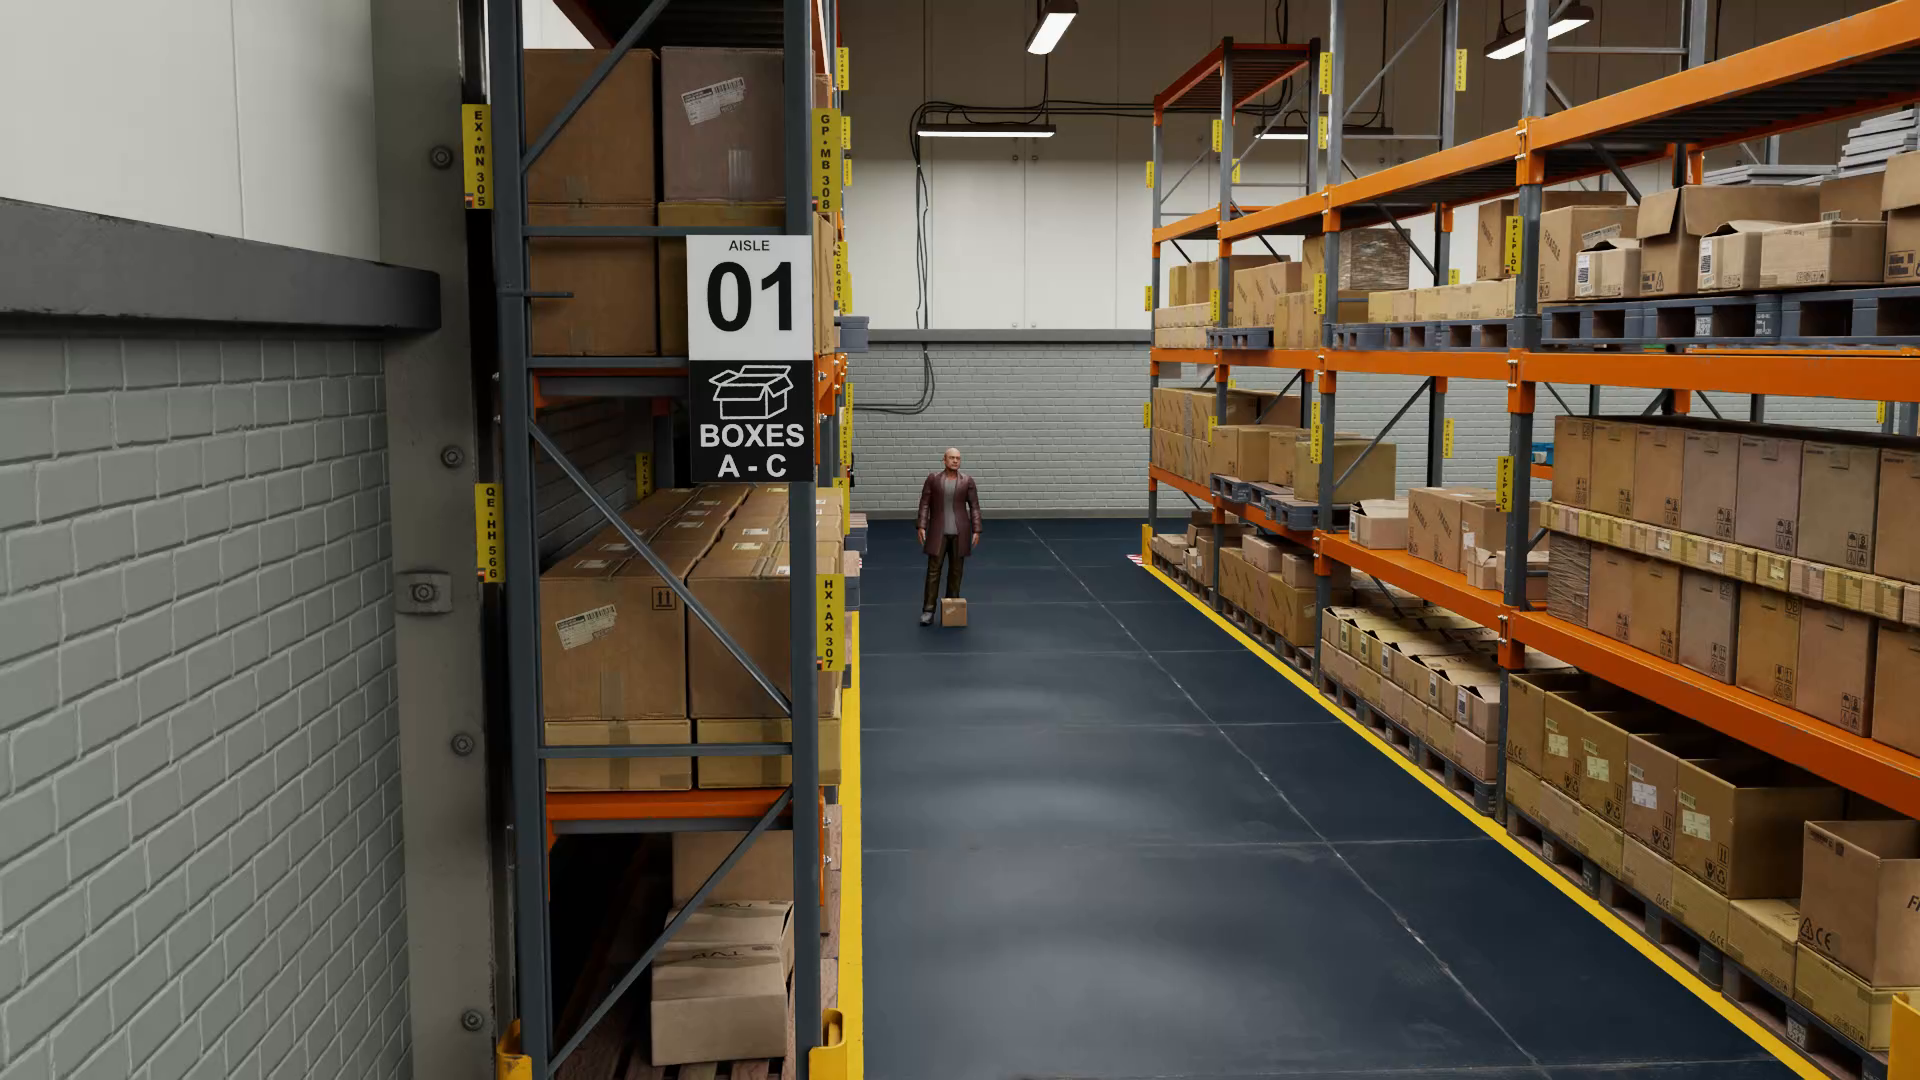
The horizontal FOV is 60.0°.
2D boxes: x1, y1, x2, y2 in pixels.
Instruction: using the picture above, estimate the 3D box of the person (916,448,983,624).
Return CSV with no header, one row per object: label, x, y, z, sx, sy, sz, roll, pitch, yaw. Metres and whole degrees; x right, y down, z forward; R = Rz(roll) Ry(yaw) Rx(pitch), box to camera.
person,-0.106,-0.046,17.121,0.697,1.778,0.579,0,7,-3
